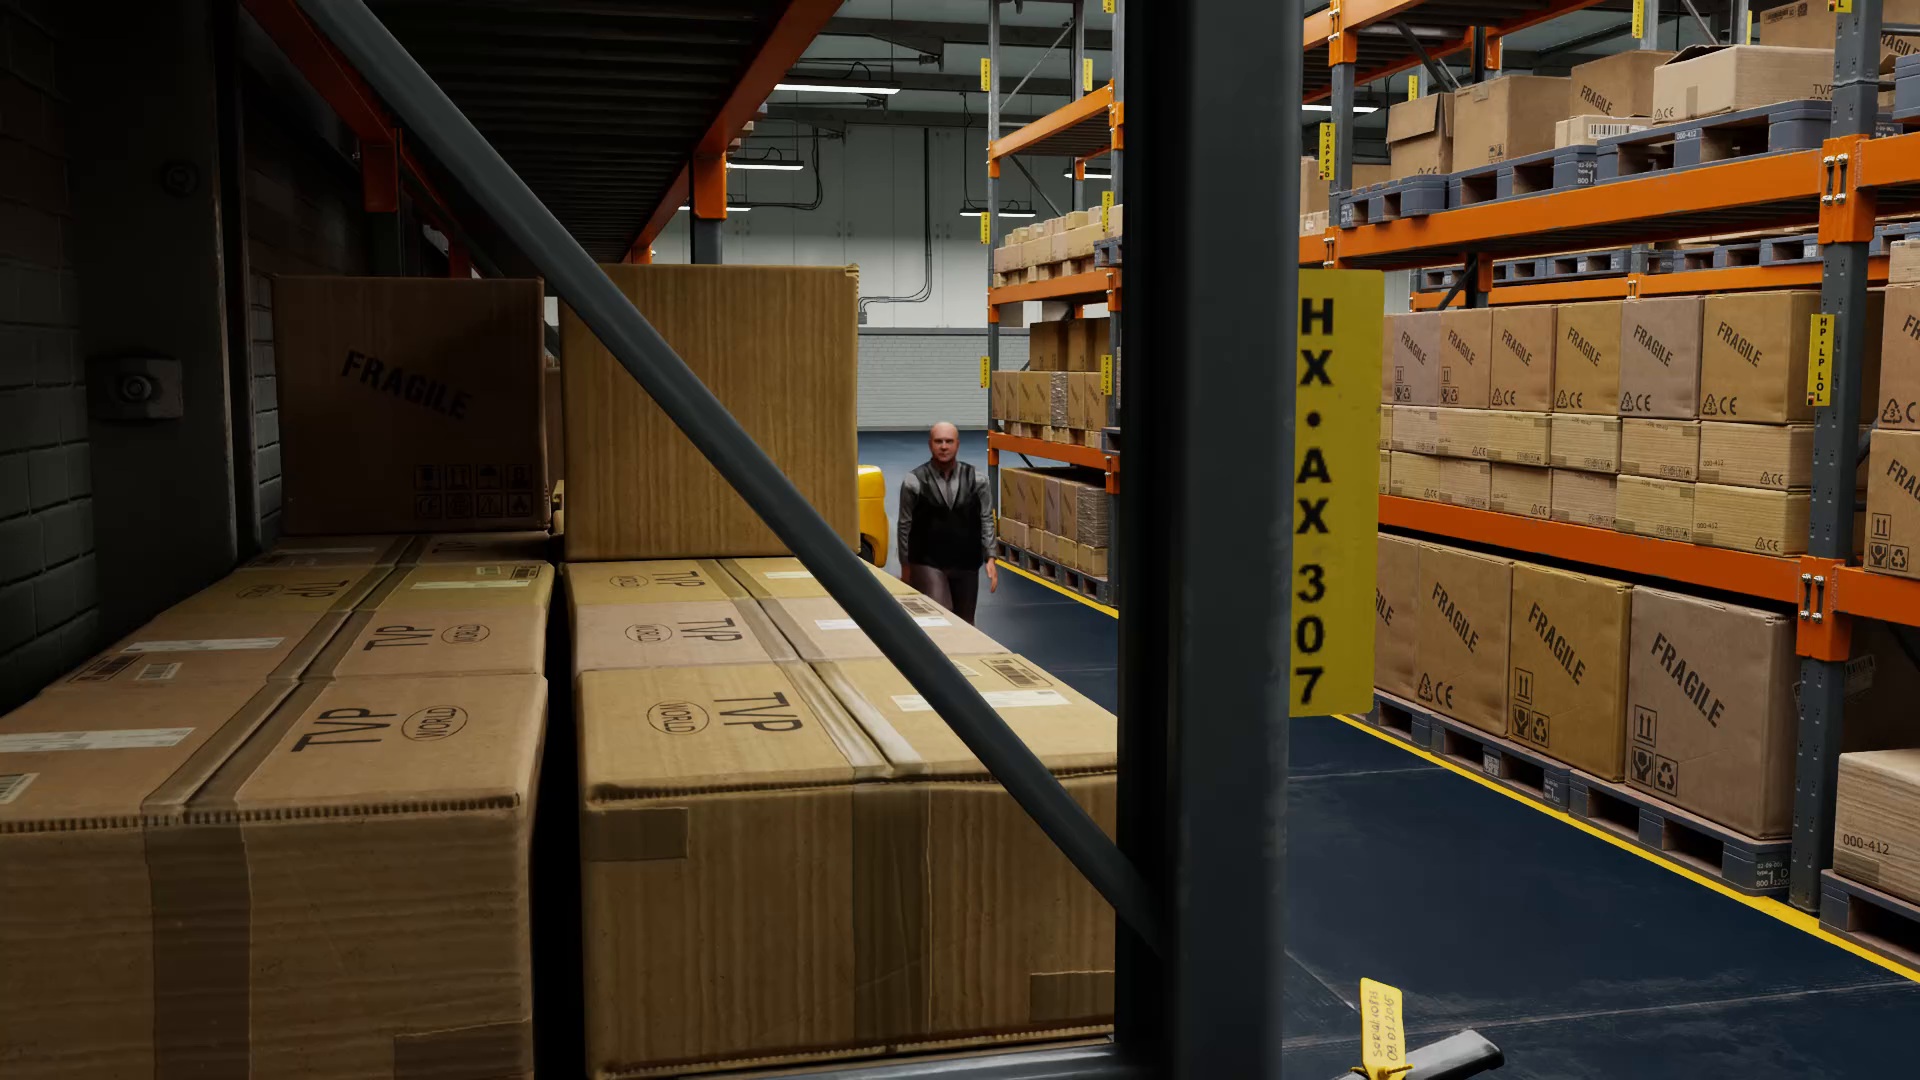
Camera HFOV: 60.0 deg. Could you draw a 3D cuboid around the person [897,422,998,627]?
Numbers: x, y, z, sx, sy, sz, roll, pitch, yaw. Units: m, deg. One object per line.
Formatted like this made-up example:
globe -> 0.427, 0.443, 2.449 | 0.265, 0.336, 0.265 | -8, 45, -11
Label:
person -> -0.089, 0.154, 9.618 | 0.531, 1.677, 1.020 | -2, 6, -17
